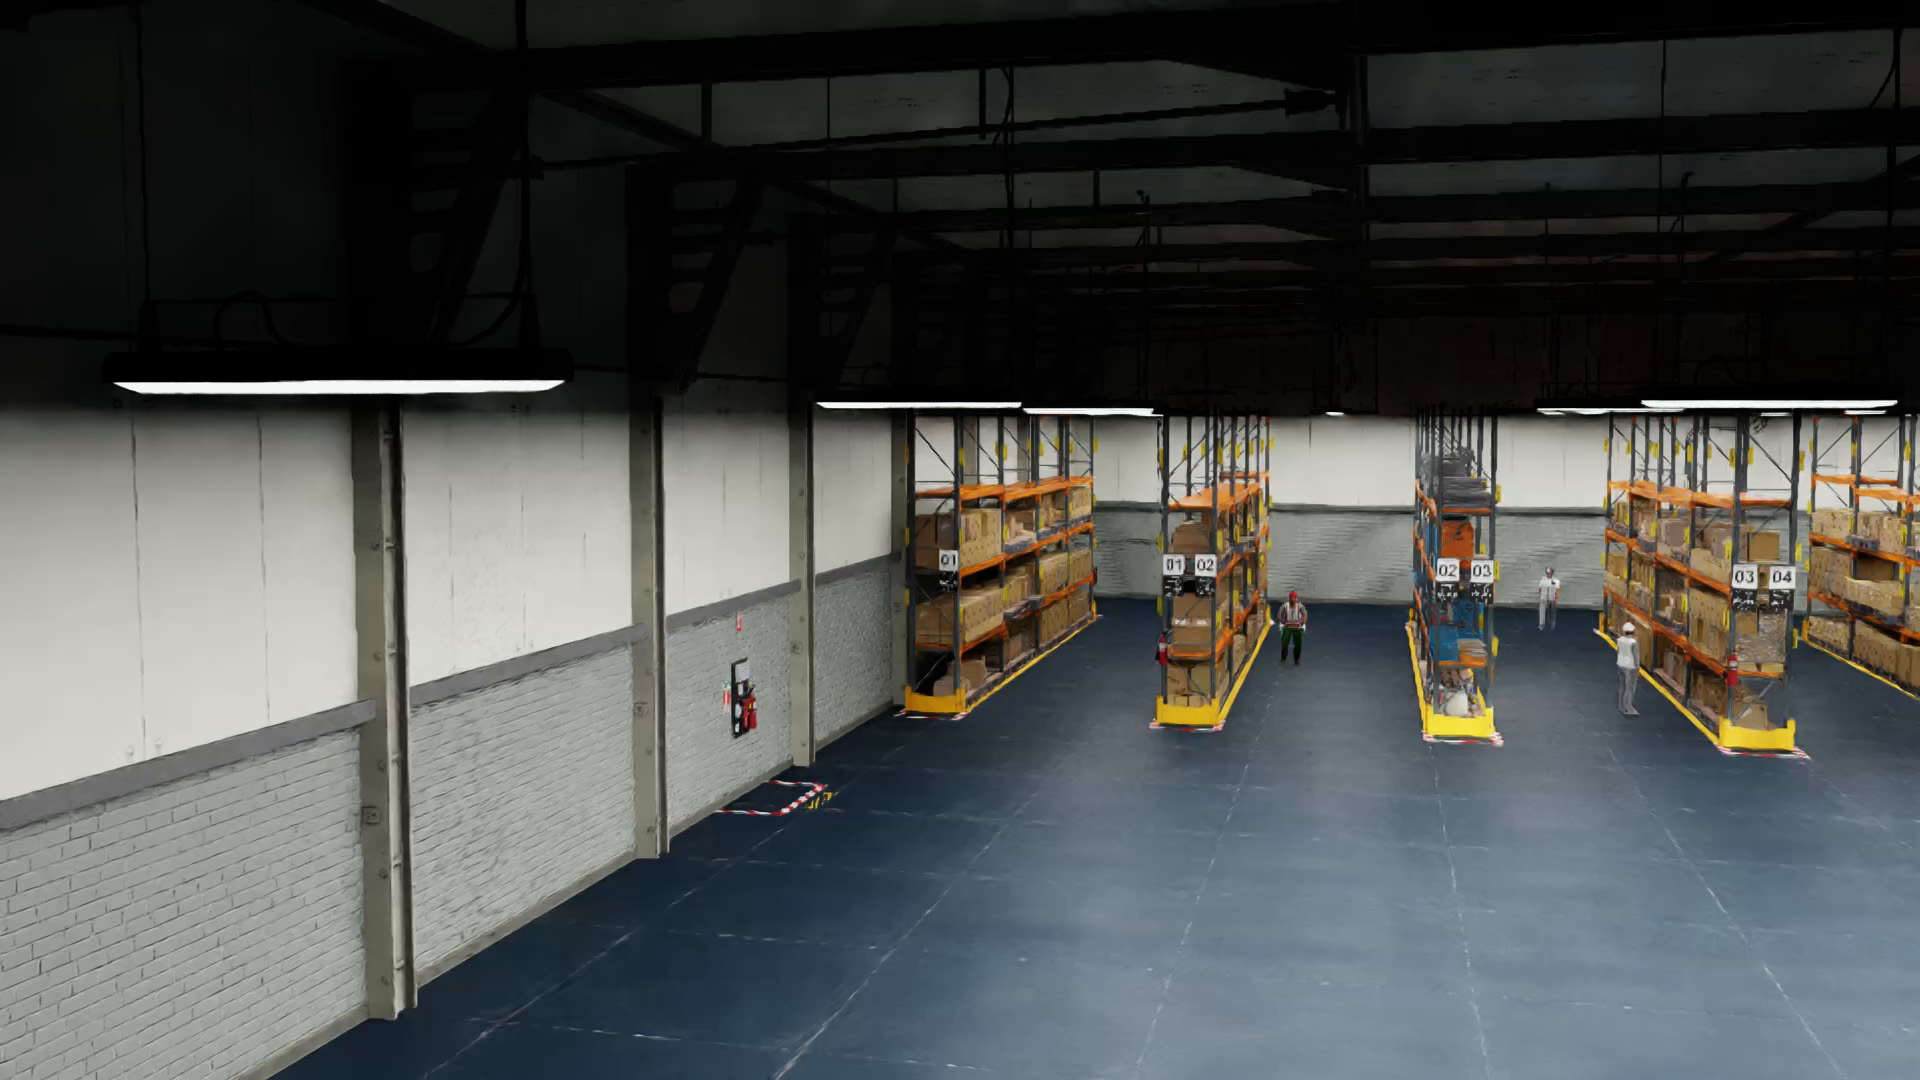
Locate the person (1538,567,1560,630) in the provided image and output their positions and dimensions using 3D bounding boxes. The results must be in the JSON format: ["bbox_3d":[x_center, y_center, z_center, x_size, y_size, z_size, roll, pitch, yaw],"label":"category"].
[{"bbox_3d":[15.979,1.573,45.099,0.532,1.703,1.040,2,5,23],"label":"person"}]

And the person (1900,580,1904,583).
[{"bbox_3d":[25.441,1.548,45.310,0.632,1.765,0.611,-4,5,-41],"label":"person"}]

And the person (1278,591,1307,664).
[{"bbox_3d":[7.747,2.039,38.773,0.677,1.742,0.552,1,4,12],"label":"person"}]

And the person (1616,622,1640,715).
[{"bbox_3d":[12.992,2.476,32.235,0.450,1.776,0.584,-1,4,-18],"label":"person"}]
